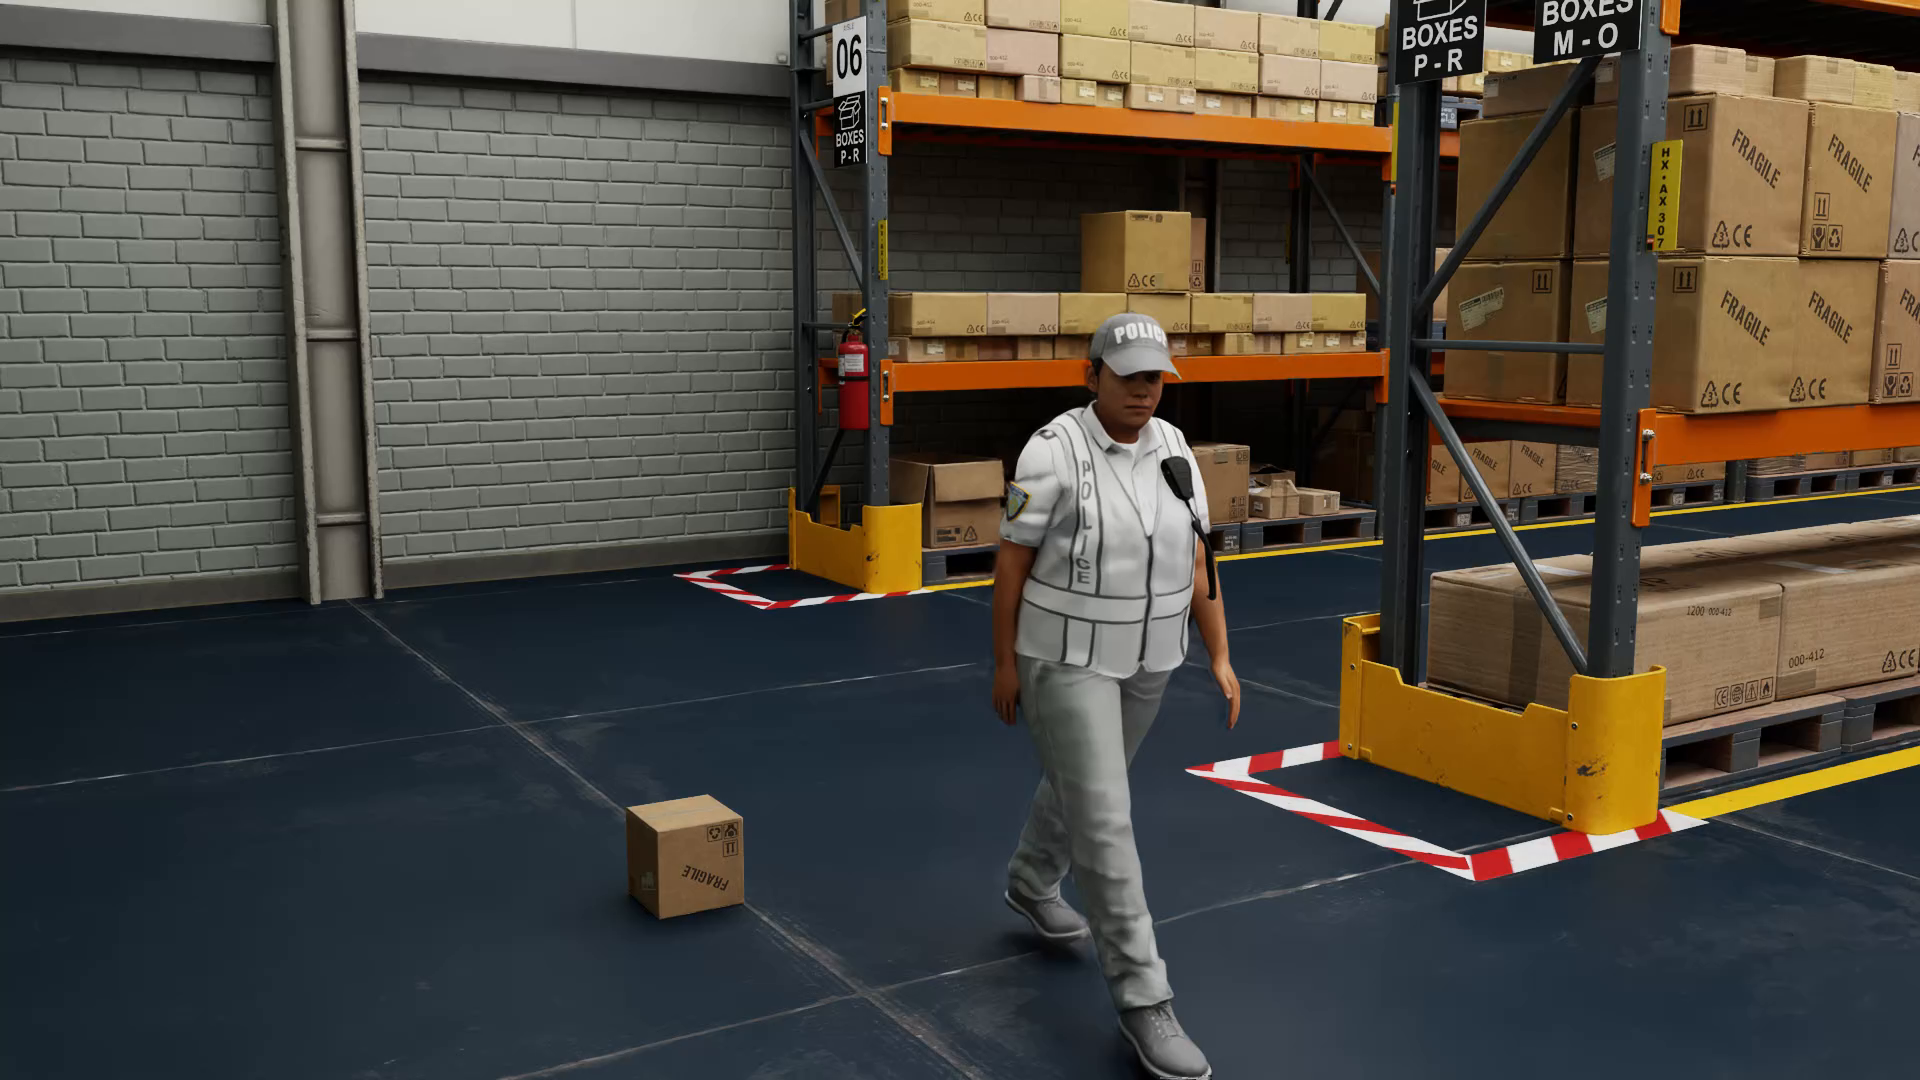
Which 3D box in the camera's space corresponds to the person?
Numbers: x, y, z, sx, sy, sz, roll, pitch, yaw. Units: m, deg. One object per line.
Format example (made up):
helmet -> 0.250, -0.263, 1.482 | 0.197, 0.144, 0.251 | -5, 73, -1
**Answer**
person -> 0.357, 0.279, 3.863 | 0.498, 1.607, 1.012 | -5, 10, -32
